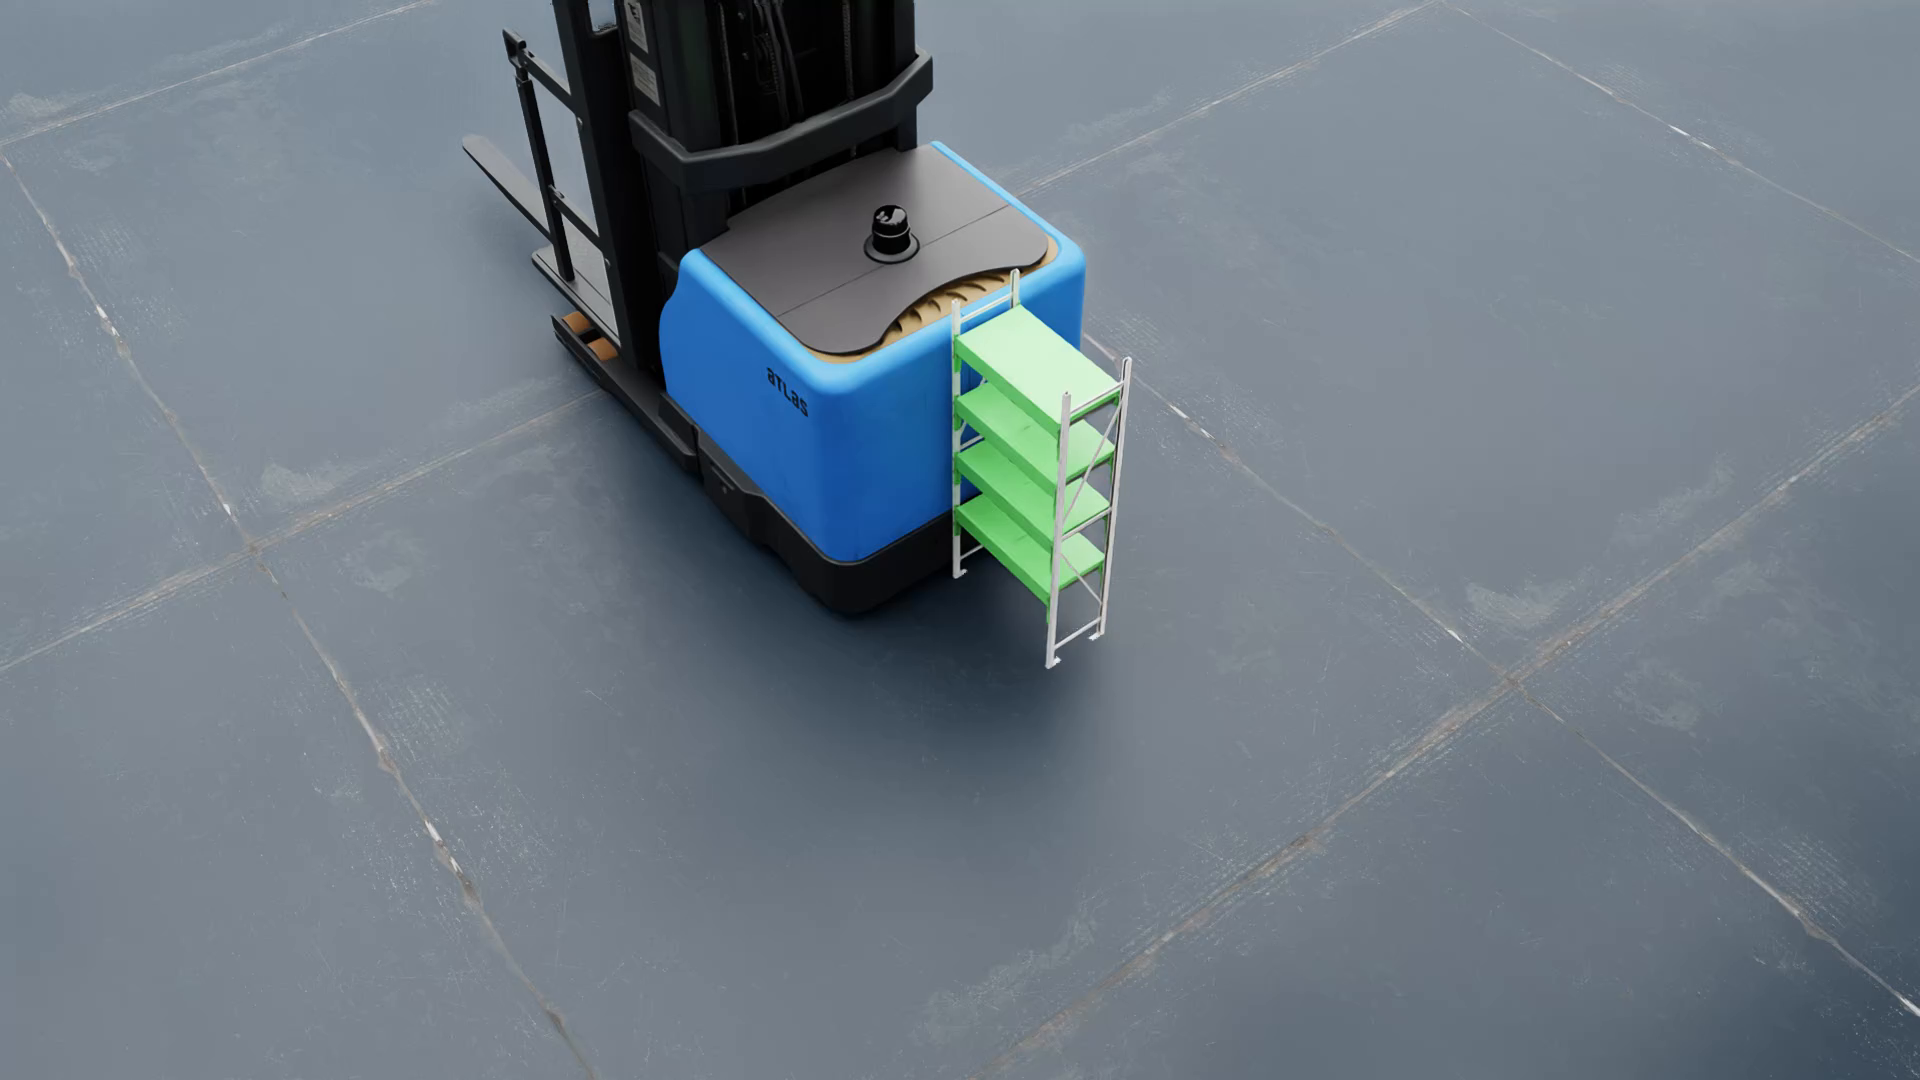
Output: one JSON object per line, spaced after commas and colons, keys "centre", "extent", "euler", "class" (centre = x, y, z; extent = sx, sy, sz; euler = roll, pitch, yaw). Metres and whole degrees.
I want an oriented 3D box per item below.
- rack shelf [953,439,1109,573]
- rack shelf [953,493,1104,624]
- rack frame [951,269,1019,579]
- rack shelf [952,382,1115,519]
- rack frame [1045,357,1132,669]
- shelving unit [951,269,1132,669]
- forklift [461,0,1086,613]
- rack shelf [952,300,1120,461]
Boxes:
{"centre": [0.225, -0.144, 5.157], "extent": [0.258, 0.148, 0.480], "euler": [-30, 54, -24], "class": "rack shelf"}
{"centre": [0.225, 0.018, 5.334], "extent": [0.258, 0.148, 0.480], "euler": [-30, 54, -24], "class": "rack shelf"}
{"centre": [0.074, -0.329, 5.238], "extent": [0.240, 1.200, 0.015], "euler": [-30, 54, -24], "class": "rack frame"}
{"centre": [0.225, -0.305, 4.979], "extent": [0.258, 0.148, 0.480], "euler": [-30, 54, -24], "class": "rack shelf"}
{"centre": [0.375, -0.044, 4.980], "extent": [0.240, 1.200, 0.015], "euler": [-30, 54, -24], "class": "rack frame"}
{"centre": [0.225, -0.187, 5.109], "extent": [0.258, 1.200, 0.503], "euler": [-30, 54, -24], "class": "shelving unit"}
{"centre": [-0.897, -1.786, 5.391], "extent": [1.130, 2.935, 3.031], "euler": [-30, 54, -24], "class": "forklift"}
{"centre": [0.225, -0.466, 4.801], "extent": [0.258, 0.148, 0.480], "euler": [-30, 54, -24], "class": "rack shelf"}
